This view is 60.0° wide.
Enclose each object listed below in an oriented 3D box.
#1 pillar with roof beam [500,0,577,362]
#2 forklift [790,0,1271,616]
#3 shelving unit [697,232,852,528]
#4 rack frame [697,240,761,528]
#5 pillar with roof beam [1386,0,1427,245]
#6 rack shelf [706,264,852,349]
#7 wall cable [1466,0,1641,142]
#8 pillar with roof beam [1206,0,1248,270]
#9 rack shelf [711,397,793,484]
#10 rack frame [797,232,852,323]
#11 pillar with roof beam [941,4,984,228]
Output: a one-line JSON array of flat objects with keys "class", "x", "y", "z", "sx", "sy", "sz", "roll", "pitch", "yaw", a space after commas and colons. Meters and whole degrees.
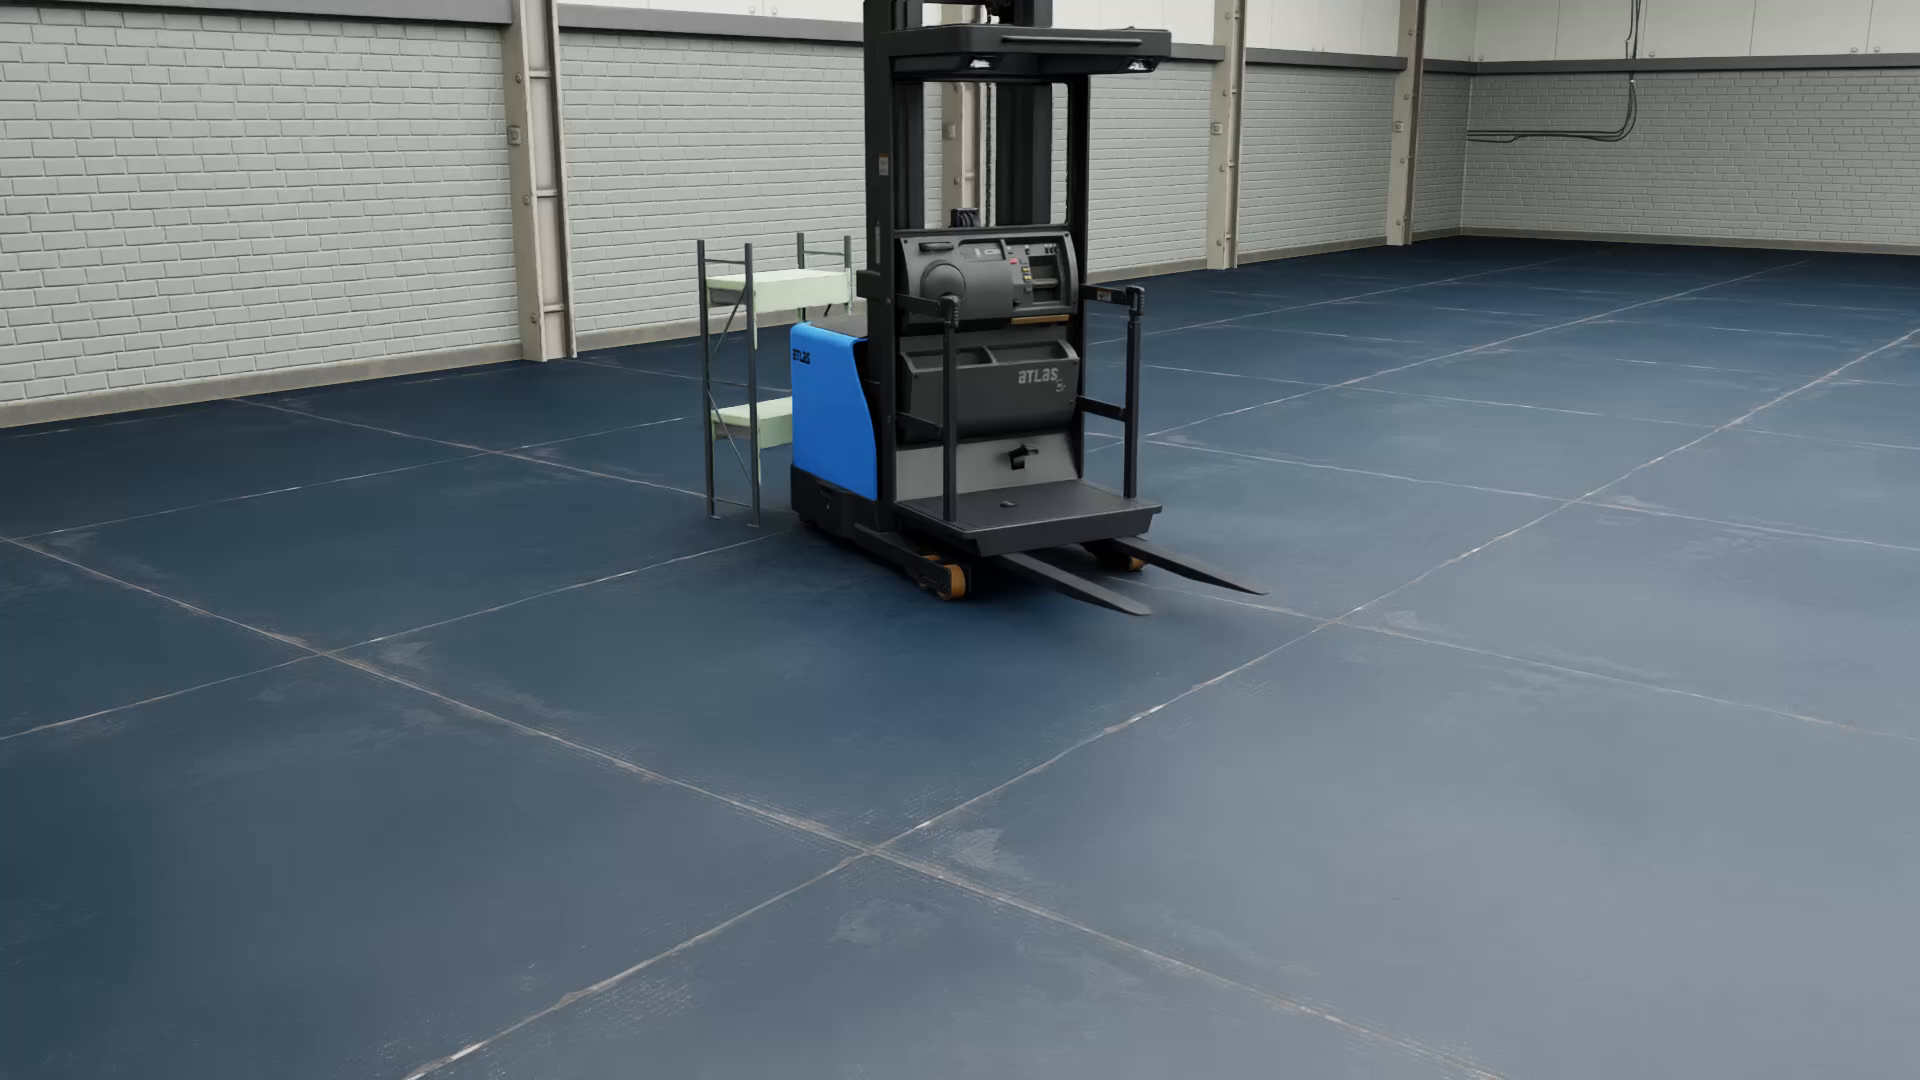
[{"class": "pillar with roof beam", "x": -0.395, "y": -5.356, "z": 11.430, "sx": 9.100, "sy": 9.000, "sz": 0.400, "roll": 11, "pitch": 18, "yaw": 38}, {"class": "forklift", "x": 0.252, "y": -1.274, "z": 7.685, "sx": 1.130, "sy": 2.935, "sz": 3.031, "roll": -8, "pitch": 16, "yaw": -29}, {"class": "shelving unit", "x": -0.989, "y": -0.892, "z": 9.088, "sx": 0.431, "sy": 1.500, "sz": 0.755, "roll": 12, "pitch": 18, "yaw": 39}, {"class": "rack frame", "x": -1.225, "y": -0.823, "z": 8.817, "sx": 0.400, "sy": 1.500, "sz": 0.023, "roll": 12, "pitch": 18, "yaw": 39}, {"class": "pillar with roof beam", "x": 10.918, "y": -8.803, "z": 24.999, "sx": 9.100, "sy": 9.000, "sz": 0.400, "roll": 11, "pitch": 18, "yaw": 38}, {"class": "rack shelf", "x": -0.989, "y": -1.270, "z": 8.992, "sx": 0.431, "sy": 0.370, "sz": 0.720, "roll": 12, "pitch": 18, "yaw": 39}, {"class": "wall cable", "x": 10.450, "y": -8.324, "z": 29.419, "sx": 3.097, "sy": 2.526, "sz": 0.112, "roll": 11, "pitch": 18, "yaw": 38}, {"class": "pillar with roof beam", "x": 7.147, "y": -7.654, "z": 20.476, "sx": 9.100, "sy": 9.000, "sz": 0.400, "roll": 11, "pitch": 18, "yaw": 38}, {"class": "rack shelf", "x": -0.989, "y": -0.576, "z": 9.169, "sx": 0.431, "sy": 0.370, "sz": 0.720, "roll": 12, "pitch": 18, "yaw": 39}, {"class": "rack frame", "x": -0.753, "y": -0.961, "z": 9.359, "sx": 0.400, "sy": 1.500, "sz": 0.023, "roll": 12, "pitch": 18, "yaw": 39}, {"class": "pillar with roof beam", "x": 3.376, "y": -6.505, "z": 15.953, "sx": 9.100, "sy": 9.000, "sz": 0.400, "roll": 11, "pitch": 18, "yaw": 38}]
